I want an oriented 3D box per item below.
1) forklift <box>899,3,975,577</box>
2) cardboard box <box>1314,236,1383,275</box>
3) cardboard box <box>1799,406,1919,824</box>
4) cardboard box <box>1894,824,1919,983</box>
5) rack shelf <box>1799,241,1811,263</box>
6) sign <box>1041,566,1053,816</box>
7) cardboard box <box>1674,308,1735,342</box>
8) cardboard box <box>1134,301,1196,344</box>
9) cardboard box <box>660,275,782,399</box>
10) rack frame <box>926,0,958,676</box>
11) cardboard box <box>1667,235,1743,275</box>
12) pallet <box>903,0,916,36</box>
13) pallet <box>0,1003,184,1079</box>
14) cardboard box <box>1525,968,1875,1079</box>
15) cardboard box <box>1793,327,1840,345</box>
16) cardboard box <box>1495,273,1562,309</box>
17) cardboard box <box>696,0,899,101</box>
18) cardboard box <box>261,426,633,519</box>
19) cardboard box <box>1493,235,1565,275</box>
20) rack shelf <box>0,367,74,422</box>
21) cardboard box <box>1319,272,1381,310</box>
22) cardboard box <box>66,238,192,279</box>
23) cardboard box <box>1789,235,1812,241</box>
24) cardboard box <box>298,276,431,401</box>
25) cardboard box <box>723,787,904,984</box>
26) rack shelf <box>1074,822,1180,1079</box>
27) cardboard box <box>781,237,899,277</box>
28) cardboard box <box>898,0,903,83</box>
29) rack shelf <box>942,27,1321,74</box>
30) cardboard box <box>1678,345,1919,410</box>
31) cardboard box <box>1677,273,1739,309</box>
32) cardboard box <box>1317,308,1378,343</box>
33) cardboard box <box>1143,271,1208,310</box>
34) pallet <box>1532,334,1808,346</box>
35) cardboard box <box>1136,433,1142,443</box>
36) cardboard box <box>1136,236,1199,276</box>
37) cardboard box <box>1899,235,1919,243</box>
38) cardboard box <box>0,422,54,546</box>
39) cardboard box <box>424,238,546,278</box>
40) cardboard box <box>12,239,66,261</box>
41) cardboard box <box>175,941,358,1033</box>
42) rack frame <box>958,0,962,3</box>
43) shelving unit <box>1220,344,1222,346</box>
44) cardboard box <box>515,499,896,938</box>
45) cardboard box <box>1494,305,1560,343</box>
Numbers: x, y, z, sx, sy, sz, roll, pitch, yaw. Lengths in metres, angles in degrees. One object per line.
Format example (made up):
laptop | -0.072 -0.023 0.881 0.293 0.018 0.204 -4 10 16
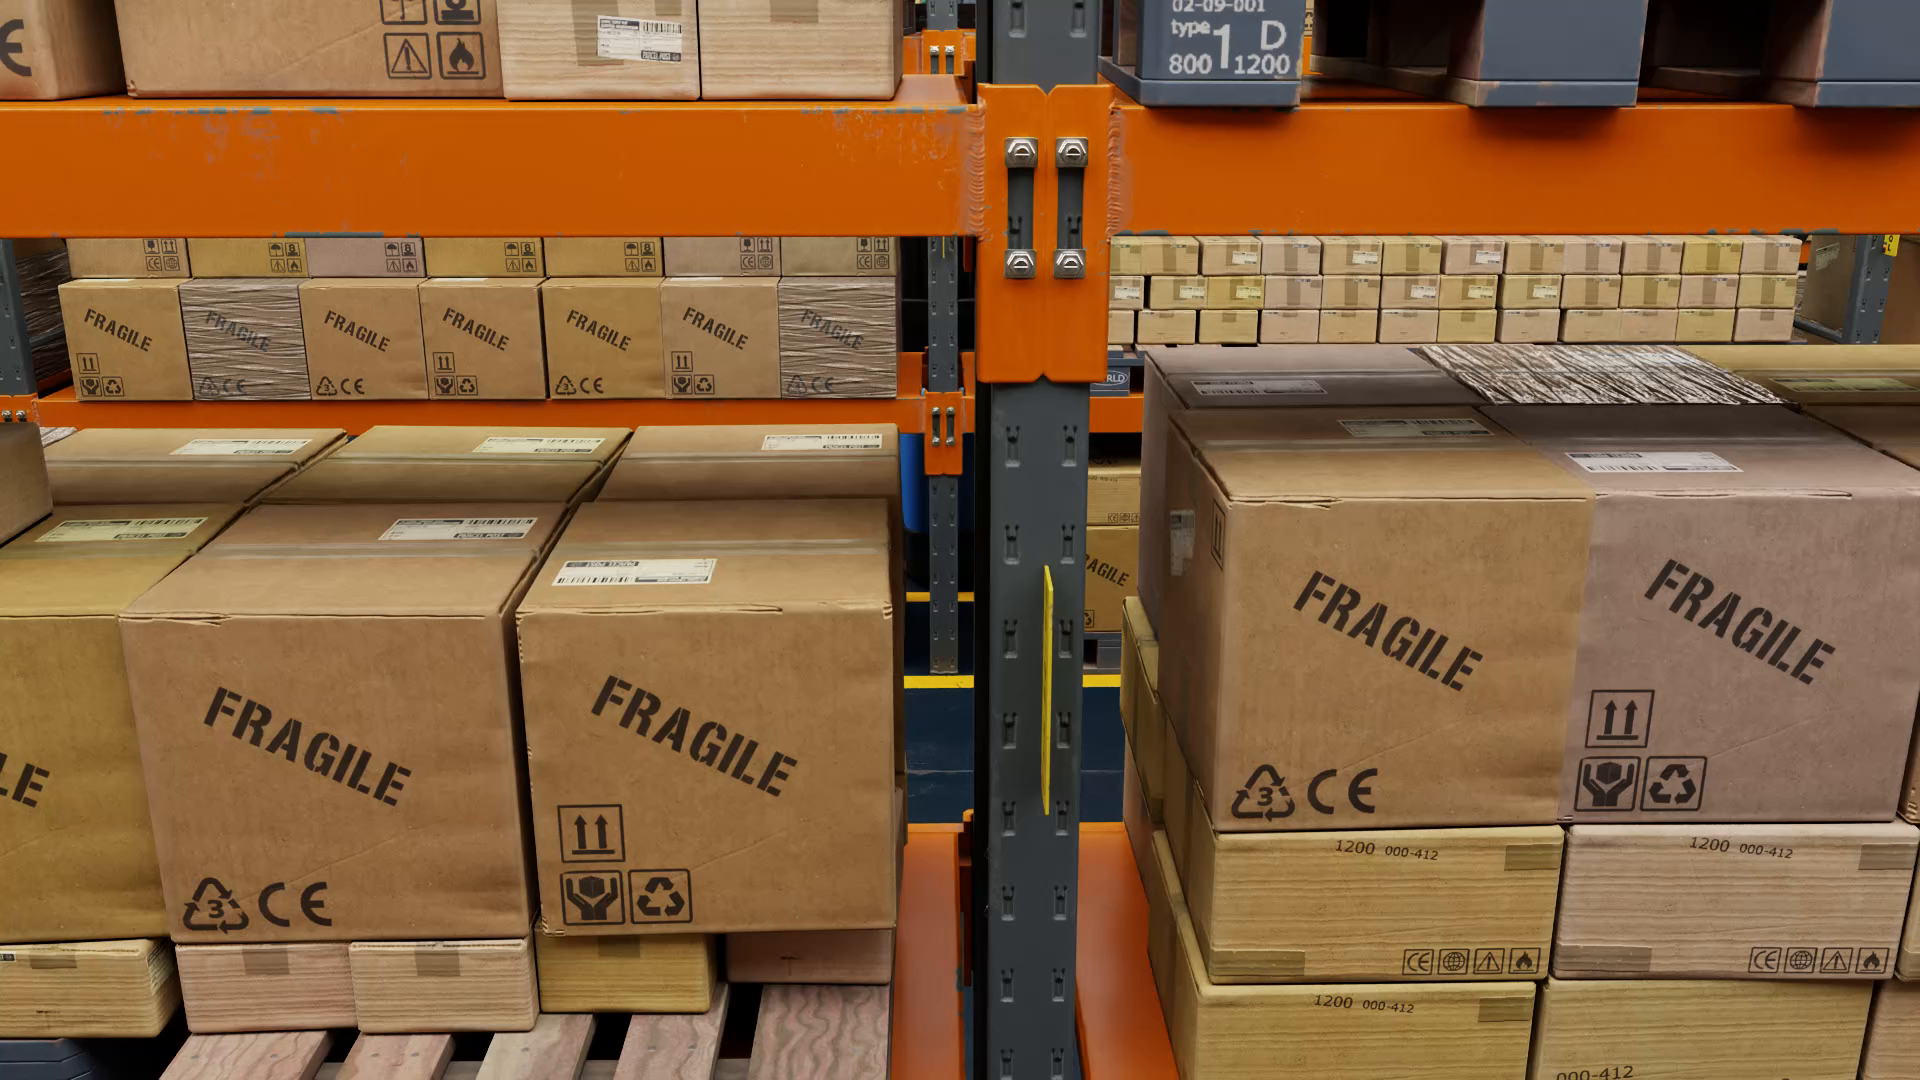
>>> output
forklift | -0.036 -1.613 9.778 1.130 2.935 3.031 -3 18 -10
cardboard box | 1.699 -1.274 7.359 0.250 0.149 0.380 0 18 1
cardboard box | 1.609 0.096 2.537 0.500 0.500 0.500 0 18 1
cardboard box | 1.624 0.456 2.642 0.500 0.250 0.500 0 18 -1
rack shelf | 5.941 -2.162 12.555 4.000 0.370 1.077 0 18 -1
sign | 0.117 0.203 2.239 0.005 0.325 0.100 0 18 -1
cardboard box | 3.265 -0.996 7.467 0.250 0.149 0.380 0 18 -1
cardboard box | 0.908 -0.984 7.429 0.250 0.149 0.380 1 18 2
cardboard box | -1.025 -0.922 7.348 0.500 0.500 0.500 0 18 -1
rack frame | -0.081 -0.961 7.632 0.127 3.000 1.000 0 18 -1
cardboard box | 3.252 -1.280 7.378 0.250 0.149 0.380 -1 18 -3
pallet | -0.724 -2.280 7.142 1.003 0.211 1.213 1 18 2
pallet | -1.880 0.664 2.881 1.213 0.211 1.003 0 18 -1
cardboard box | 1.105 0.689 2.735 0.500 0.250 0.500 -1 18 -2
cardboard box | 4.201 -0.933 7.957 0.250 0.149 0.380 0 18 -1
cardboard box | 2.479 -1.134 7.409 0.250 0.149 0.380 -1 18 -4
cardboard box | -0.213 -0.692 2.296 0.250 0.149 0.380 0 18 -1
cardboard box | -0.876 0.098 2.994 0.500 0.500 0.500 1 18 2
cardboard box | 2.485 -1.278 7.372 0.250 0.149 0.380 -1 18 -3
rack shelf | -6.080 -0.589 7.651 4.000 0.370 1.077 0 18 -1
cardboard box | 1.693 -1.130 7.397 0.250 0.149 0.380 0 18 -1
cardboard box | -3.584 -1.469 7.416 0.500 0.500 0.700 -1 18 -2
cardboard box | 6.062 -2.285 12.172 0.250 0.149 0.380 0 18 0
cardboard box | -2.545 -0.914 7.321 0.500 0.500 0.500 0 18 -1
cardboard box | -0.226 0.544 2.665 0.250 0.149 0.380 0 18 1
rack shelf | 2.098 0.884 3.060 4.000 0.370 1.077 0 18 -1
cardboard box | -0.530 -1.485 7.466 0.500 0.500 0.700 0 18 -1
cardboard box | -0.219 -0.808 2.657 0.250 0.149 0.380 0 18 -1
rack shelf | 1.919 -2.056 7.313 4.000 0.370 1.077 0 18 -1
cardboard box | 1.621 -0.061 3.026 0.500 0.500 0.500 0 18 -1
cardboard box | 3.261 -1.138 7.421 0.250 0.149 0.380 0 18 0
cardboard box | 1.696 -0.988 7.442 0.250 0.149 0.380 0 18 0
cardboard box | 0.944 -1.128 7.390 0.250 0.149 0.380 -1 18 -3
pallet | 3.152 -0.929 7.848 1.213 0.211 1.003 0 18 -1
cardboard box | 1.104 -0.417 8.113 0.500 0.250 0.500 0 18 0
cardboard box | 0.898 -1.269 7.343 0.250 0.149 0.380 0 18 -1
cardboard box | 4.374 -1.573 7.253 0.500 0.500 0.500 0 18 0
cardboard box | -1.533 -0.053 2.403 0.250 0.149 0.380 -1 18 -3
cardboard box | -2.059 -1.477 7.440 0.500 0.500 0.700 0 18 -1
cardboard box | -4.450 -1.536 7.411 0.550 0.550 0.875 0 18 -1
cardboard box | -0.995 0.581 2.550 0.250 0.149 0.380 -1 18 -3
rack frame | -0.058 -2.476 12.355 0.127 3.000 1.000 0 18 -1
shelving unit | 1.459 -0.823 8.789 0.503 2.100 0.431 -34 23 15
cardboard box | -0.352 0.249 2.524 0.500 0.500 0.500 -1 18 -2
cardboard box | 2.487 -0.992 7.452 0.250 0.149 0.380 -1 18 -3
